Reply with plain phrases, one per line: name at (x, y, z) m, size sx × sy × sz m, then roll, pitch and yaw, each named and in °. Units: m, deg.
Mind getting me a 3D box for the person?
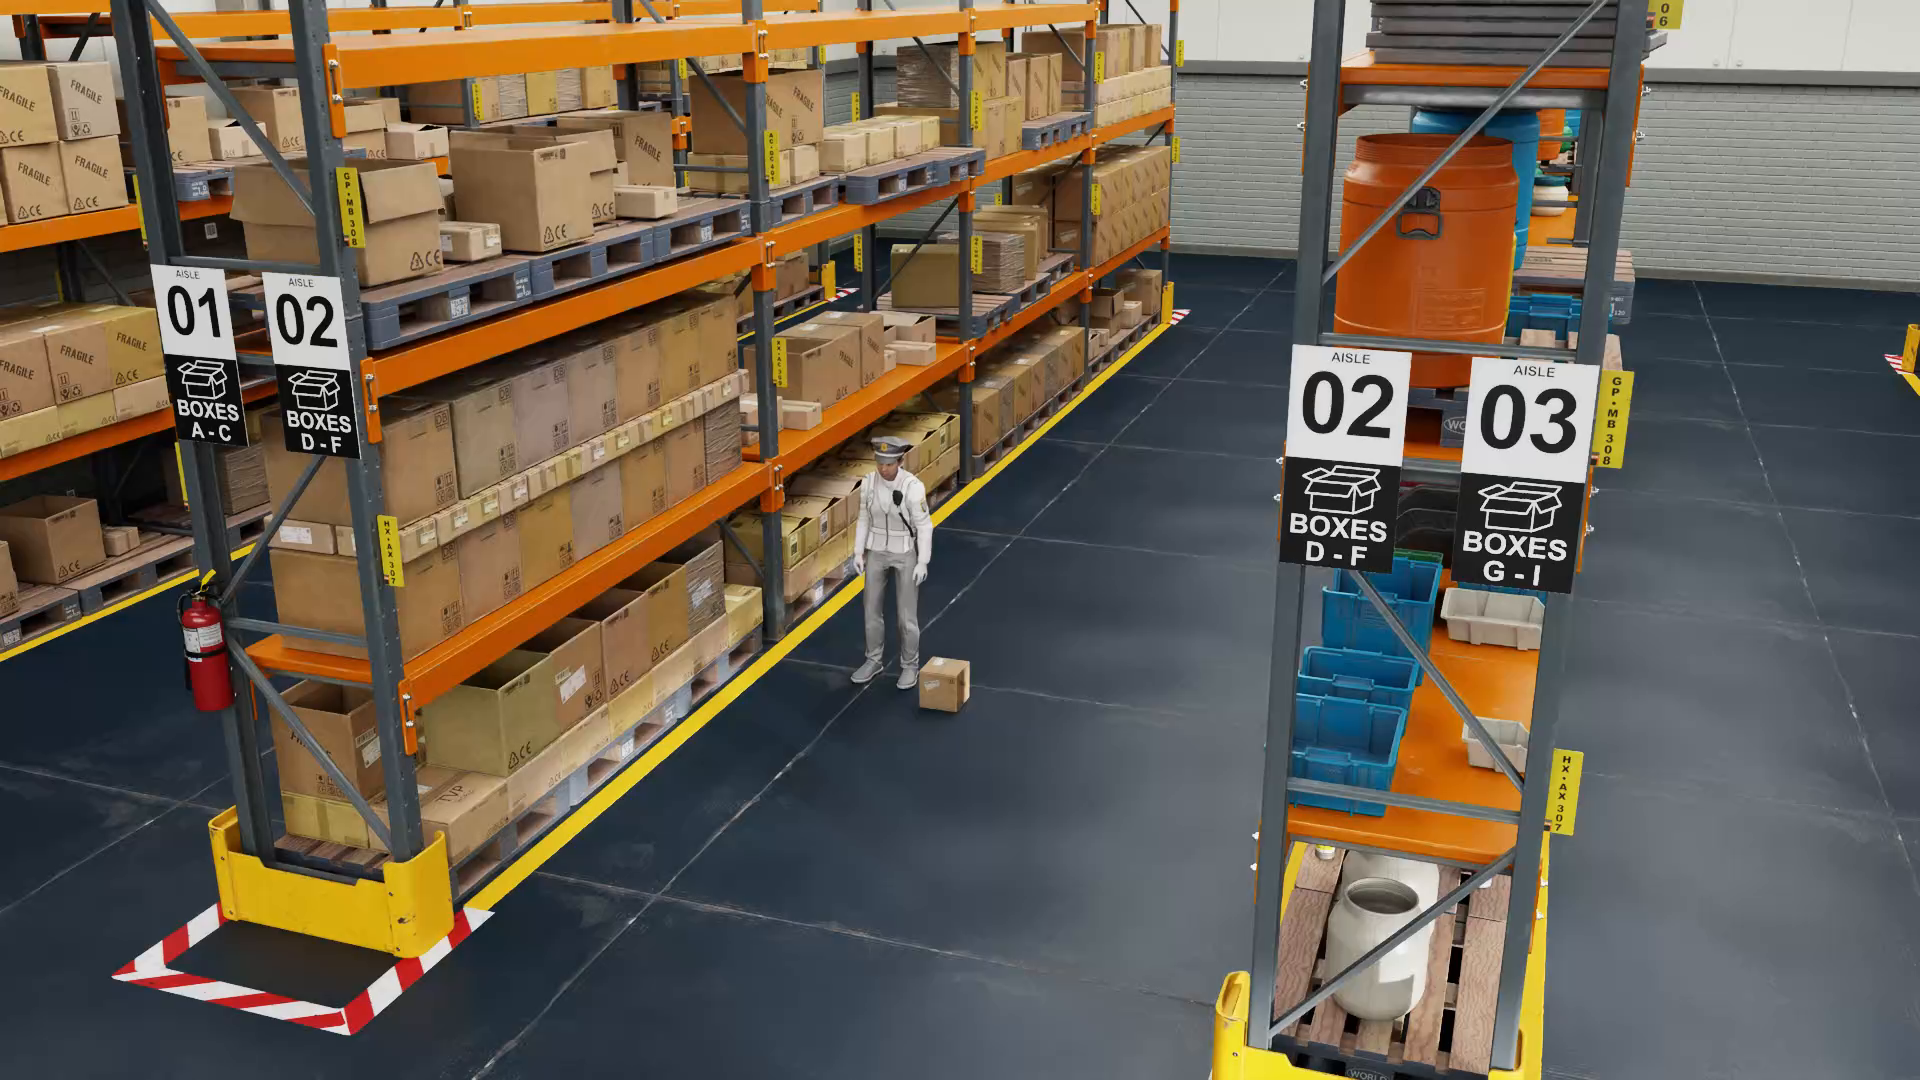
person at (-0.437, 0.125, 10.690) m, size 0.526 × 1.663 × 0.376 m, roll 7°, pitch 20°, yaw 19°
